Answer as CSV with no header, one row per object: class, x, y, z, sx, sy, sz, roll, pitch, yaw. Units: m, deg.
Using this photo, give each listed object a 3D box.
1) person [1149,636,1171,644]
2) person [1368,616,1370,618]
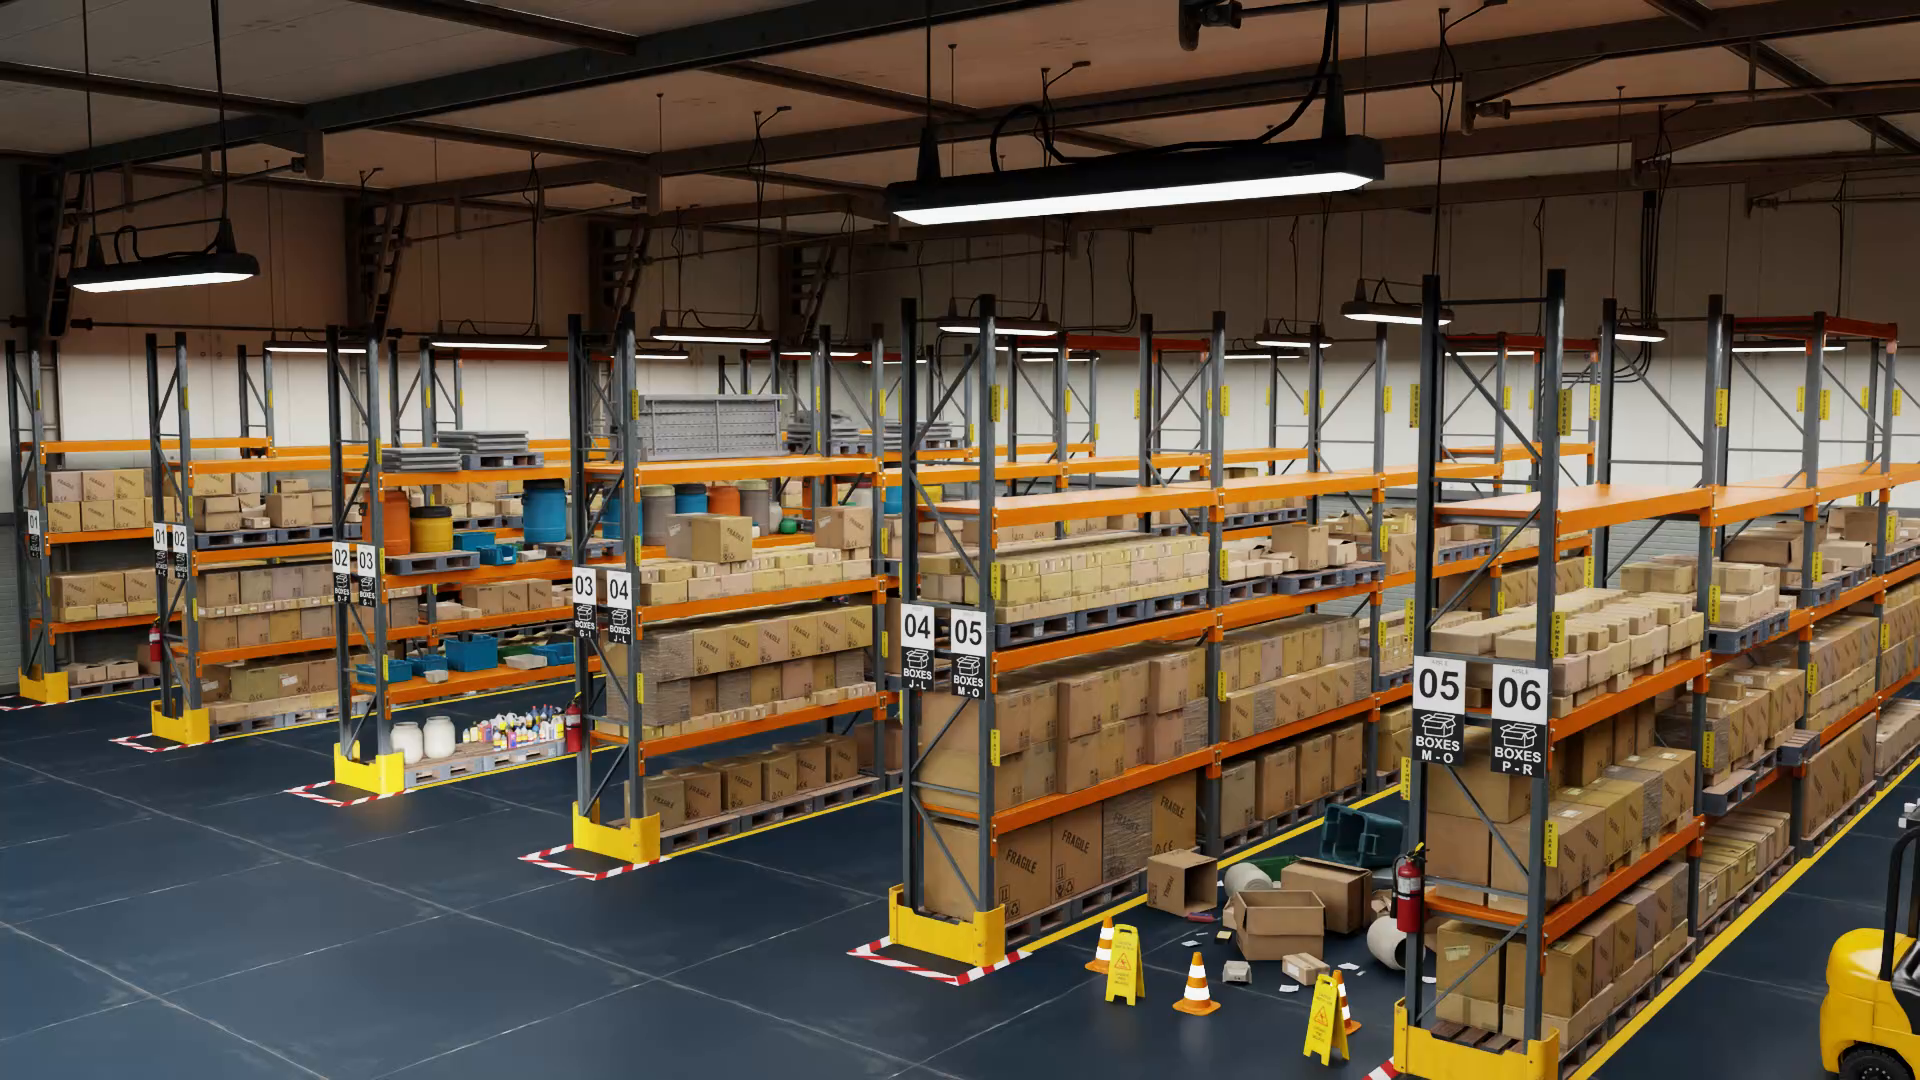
person,2.958,2.037,24.130,0.599,1.656,0.694,-4,7,-41
person,6.521,1.980,26.481,0.542,1.583,1.053,4,6,37
